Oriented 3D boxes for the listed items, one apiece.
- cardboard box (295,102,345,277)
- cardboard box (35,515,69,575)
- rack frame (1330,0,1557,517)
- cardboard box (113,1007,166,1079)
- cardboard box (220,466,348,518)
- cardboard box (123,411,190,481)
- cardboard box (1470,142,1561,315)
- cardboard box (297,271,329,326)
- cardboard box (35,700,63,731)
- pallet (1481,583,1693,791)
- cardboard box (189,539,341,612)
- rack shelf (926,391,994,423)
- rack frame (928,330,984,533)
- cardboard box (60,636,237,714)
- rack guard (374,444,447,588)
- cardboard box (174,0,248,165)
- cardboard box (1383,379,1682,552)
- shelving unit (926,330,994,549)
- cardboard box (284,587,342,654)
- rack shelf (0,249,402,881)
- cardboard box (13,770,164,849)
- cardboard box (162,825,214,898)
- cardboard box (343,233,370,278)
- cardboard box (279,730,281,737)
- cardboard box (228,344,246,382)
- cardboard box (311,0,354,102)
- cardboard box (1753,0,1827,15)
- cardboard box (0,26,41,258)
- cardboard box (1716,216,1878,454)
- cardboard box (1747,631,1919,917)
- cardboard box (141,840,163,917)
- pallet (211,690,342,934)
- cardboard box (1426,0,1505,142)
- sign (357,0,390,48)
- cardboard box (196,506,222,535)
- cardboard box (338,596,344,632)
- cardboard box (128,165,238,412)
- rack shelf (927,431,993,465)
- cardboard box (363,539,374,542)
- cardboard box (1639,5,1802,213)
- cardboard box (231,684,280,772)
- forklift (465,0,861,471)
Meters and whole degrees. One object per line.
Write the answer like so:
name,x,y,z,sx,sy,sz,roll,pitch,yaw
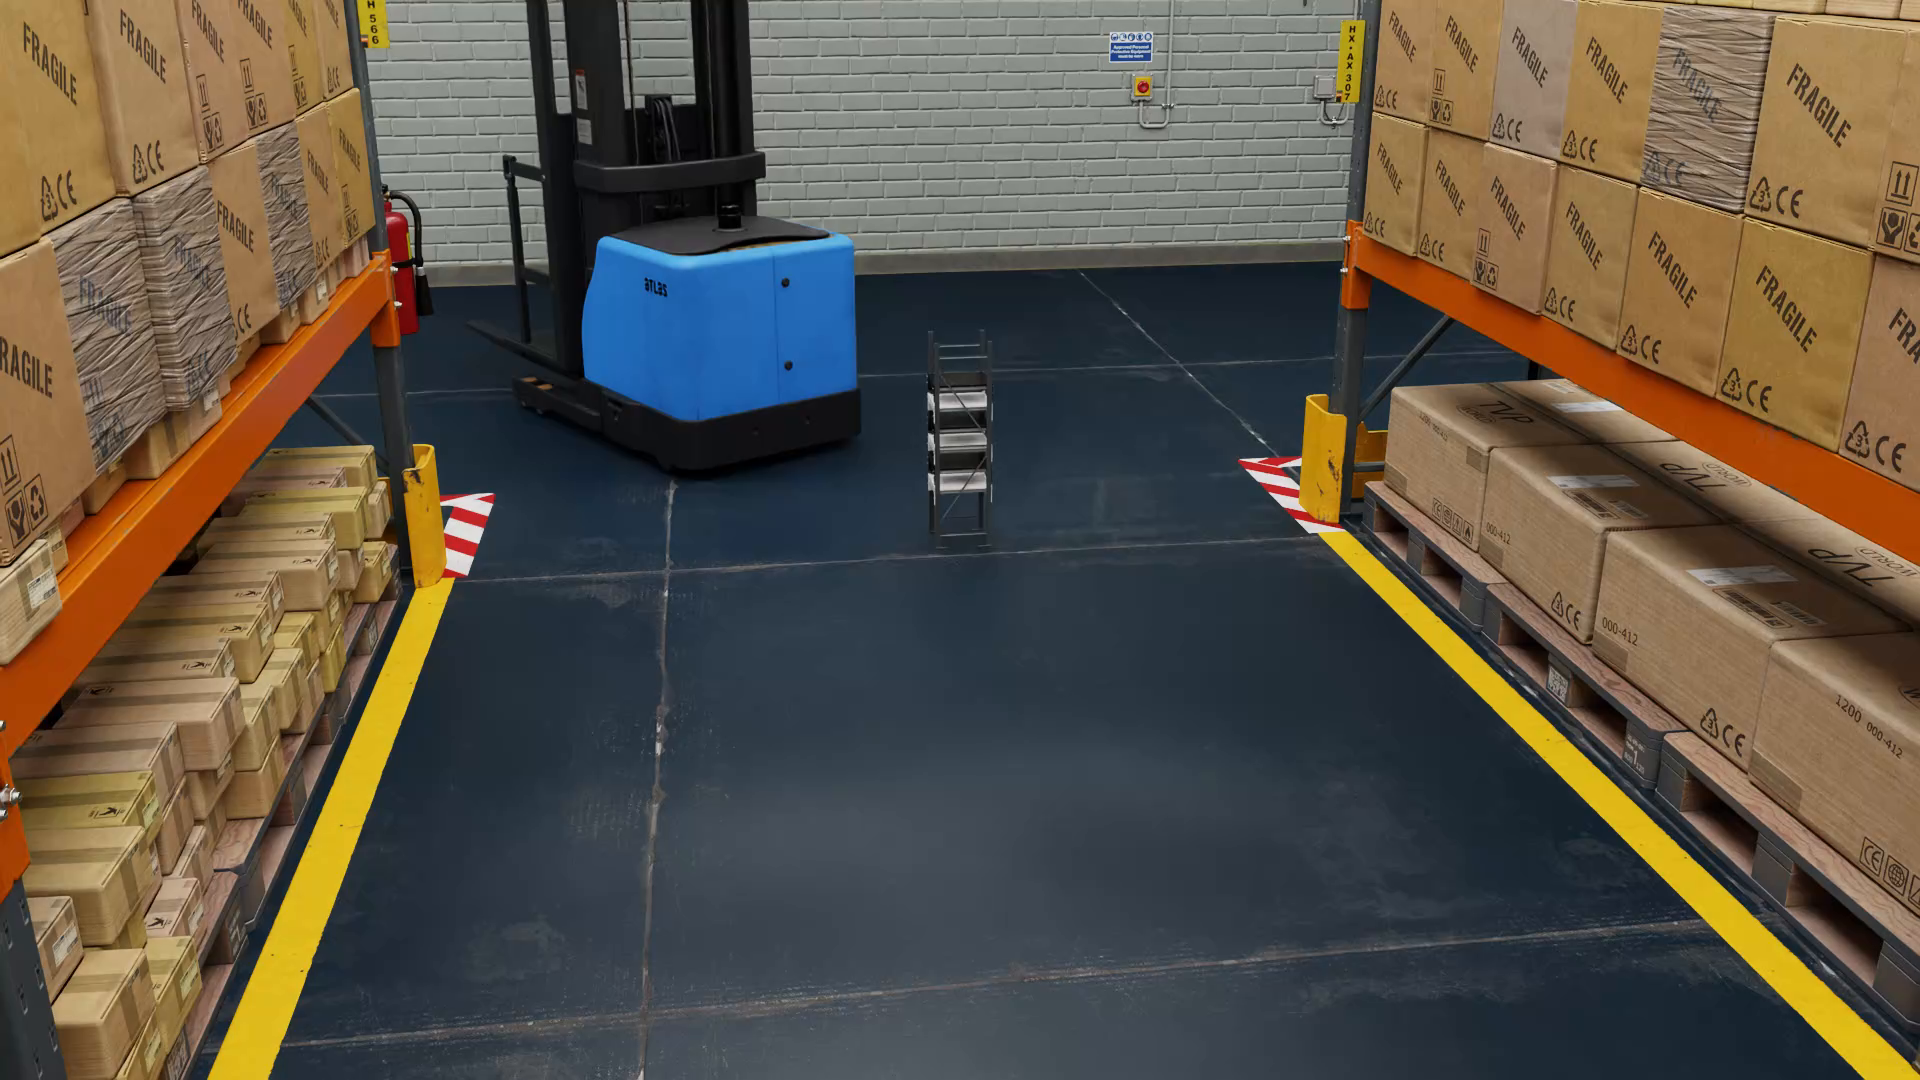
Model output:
cardboard box,-2.335,-1.136,5.404,0.500,0.500,0.500,-3,21,-9
cardboard box,-1.975,0.031,3.205,0.380,0.149,0.250,-2,21,-6
rack frame,2.160,-1.556,7.095,1.000,3.000,0.127,-3,21,-8
cardboard box,-1.882,1.110,3.431,0.380,0.149,0.250,-4,21,-10
cardboard box,-2.417,-0.151,5.957,0.380,0.149,0.250,-3,21,-7
cardboard box,-2.070,-0.244,3.941,0.380,0.149,0.250,-3,21,-7
cardboard box,2.101,-1.072,5.655,0.500,0.500,0.500,-3,21,-8
cardboard box,-2.287,-0.794,5.414,0.380,0.149,0.250,-2,21,-6
cardboard box,-2.628,0.562,4.473,0.380,0.149,0.250,-4,21,-10
pallet,2.525,0.445,5.724,1.003,0.211,1.213,-3,21,-8
cardboard box,-2.186,0.115,5.244,0.380,0.149,0.250,-2,21,-6
rack shelf,-0.001,-0.562,7.015,0.258,0.077,0.200,-3,21,-8
rack frame,-0.016,-0.460,7.160,0.240,0.900,0.006,-3,21,-8
cardboard box,-2.195,0.389,4.512,0.380,0.149,0.250,-4,21,-10
rack guard,-2.713,-0.074,6.700,1.175,0.500,0.348,-3,21,-8
cardboard box,-2.175,-1.242,4.258,0.500,0.500,0.500,-4,21,-10
cardboard box,2.354,-0.329,6.872,0.875,0.438,0.875,-4,21,-10
shelving unit,-0.001,-0.424,7.066,0.258,0.900,0.210,-3,21,-8
cardboard box,-2.201,0.255,5.296,0.380,0.149,0.250,-3,21,-7
rack shelf,-2.435,-0.242,4.605,1.077,0.370,4.000,-3,21,-8
cardboard box,-2.058,0.660,3.785,0.380,0.149,0.250,-3,21,-9
cardboard box,-2.093,0.849,4.130,0.380,0.149,0.250,-3,21,-9
cardboard box,-2.397,-1.055,6.113,0.380,0.149,0.250,-3,21,-8
cardboard box,-2.222,0.576,4.862,0.380,0.149,0.250,-2,21,-6
cardboard box,-2.244,-0.514,4.663,0.380,0.149,0.250,-3,21,-7
cardboard box,-2.411,-1.780,5.698,0.500,0.500,0.500,-3,21,-9
cardboard box,2.295,-1.436,4.275,0.380,0.149,0.250,-3,21,-8
cardboard box,-1.971,-0.710,2.832,0.500,0.500,0.500,-2,21,-6
cardboard box,2.337,-0.544,4.242,0.500,0.500,0.500,-3,21,-9
cardboard box,2.753,0.610,4.359,0.875,0.438,0.875,-3,21,-9
cardboard box,-2.079,0.806,3.821,0.380,0.149,0.250,-3,21,-8
pallet,-2.458,0.766,4.864,1.003,0.211,1.213,-3,21,-8
cardboard box,2.029,-1.712,5.942,0.500,0.500,0.500,-3,21,-9
sign,-2.171,-1.983,6.132,0.100,0.325,0.005,-3,21,-8
cardboard box,-2.825,-0.123,5.884,0.380,0.149,0.250,-3,21,-7
cardboard box,-2.303,0.304,5.590,0.380,0.149,0.250,-3,21,-7
cardboard box,-2.084,-0.604,3.978,0.500,0.500,0.500,-3,21,-9
rack shelf,-0.001,-0.393,7.078,0.258,0.077,0.200,-3,21,-8
cardboard box,-2.441,0.039,6.299,0.380,0.149,0.250,-3,21,-7
cardboard box,2.248,-1.188,4.537,0.500,0.500,0.500,-3,21,-7
cardboard box,-2.105,0.525,4.573,0.380,0.149,0.250,-3,21,-8
forklift,-1.814,-2.150,8.784,1.130,2.935,3.031,-16,26,-36
